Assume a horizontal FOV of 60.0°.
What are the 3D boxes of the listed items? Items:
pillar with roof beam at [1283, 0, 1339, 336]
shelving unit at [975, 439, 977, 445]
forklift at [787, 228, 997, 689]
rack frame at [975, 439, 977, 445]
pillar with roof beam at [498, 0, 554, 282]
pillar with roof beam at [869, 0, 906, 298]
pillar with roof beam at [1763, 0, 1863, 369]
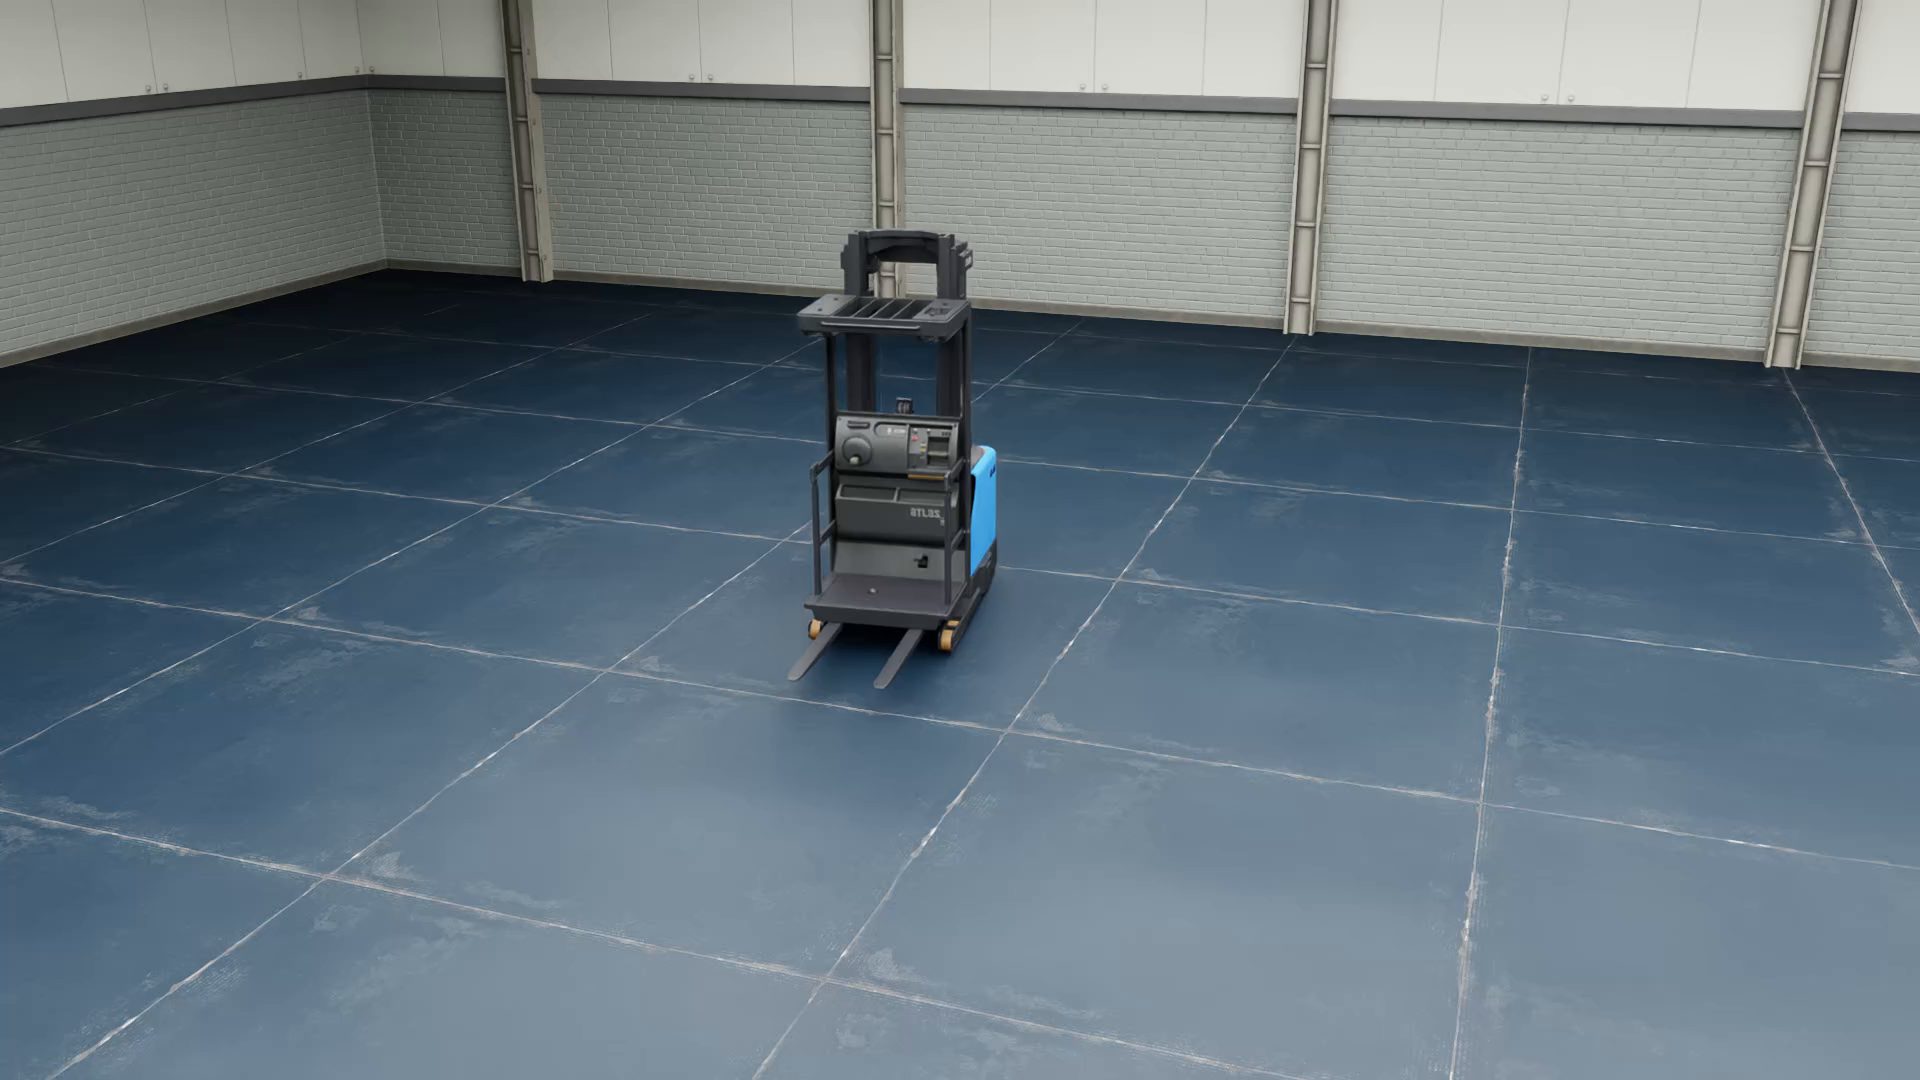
[{"bbox_3d":[3.222,-5.748,17.395,0.400,9.000,9.100,7,20,18],"label":"pillar with roof beam"},{"bbox_3d":[0.008,-0.424,14.426,0.210,0.900,0.258,7,20,18],"label":"shelving unit"},{"bbox_3d":[-0.512,-0.695,12.117,1.130,2.935,3.031,4,20,12],"label":"forklift"},{"bbox_3d":[0.104,-0.413,14.394,0.006,0.900,0.240,7,20,18],"label":"rack frame"},{"bbox_3d":[-8.113,-7.044,21.114,0.400,9.000,9.100,7,20,18],"label":"pillar with roof beam"},{"bbox_3d":[-2.446,-6.396,19.255,0.400,9.000,9.100,7,20,18],"label":"pillar with roof beam"},{"bbox_3d":[8.890,-5.100,15.536,0.400,9.000,9.100,7,20,18],"label":"pillar with roof beam"}]
